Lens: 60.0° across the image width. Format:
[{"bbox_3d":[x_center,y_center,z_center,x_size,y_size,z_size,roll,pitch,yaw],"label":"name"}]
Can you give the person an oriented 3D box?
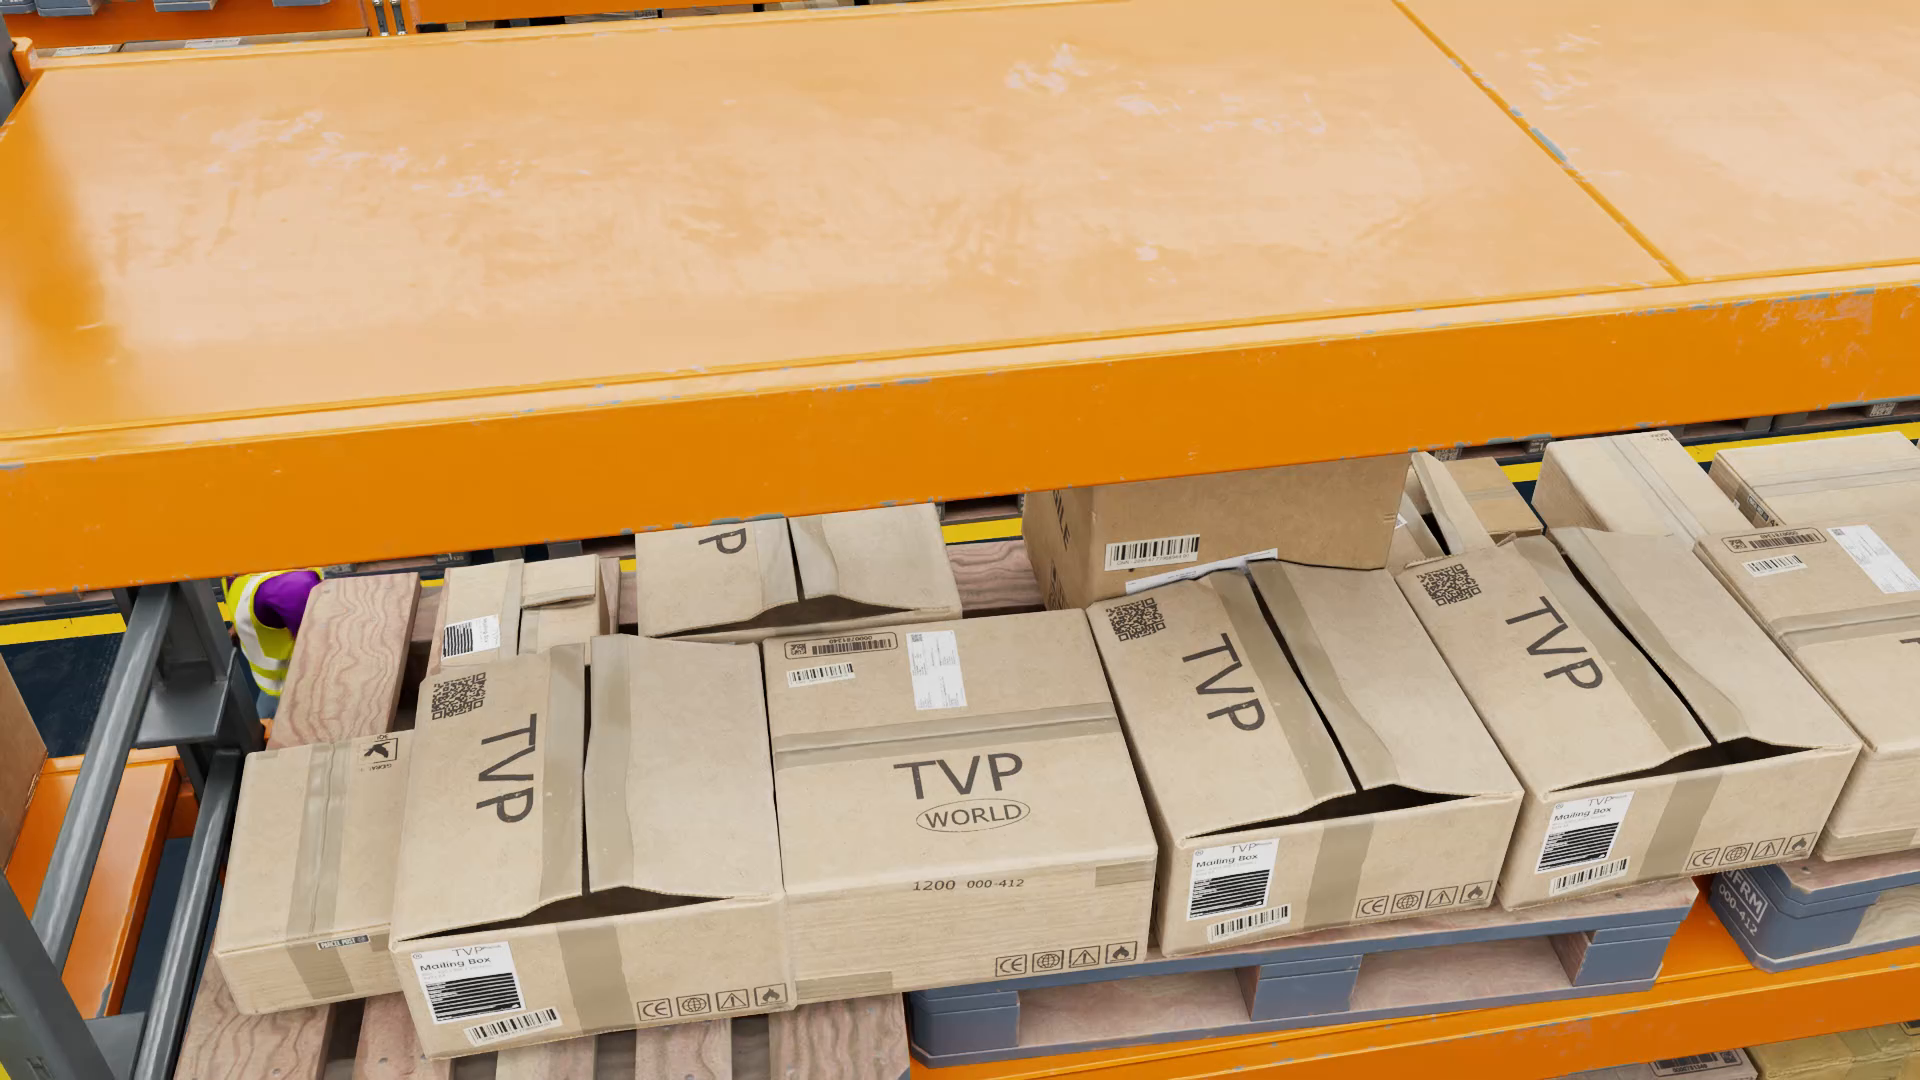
[{"bbox_3d":[-2.492,0.441,6.070,1.031,1.719,0.604,-14,40,-17],"label":"person"}]
